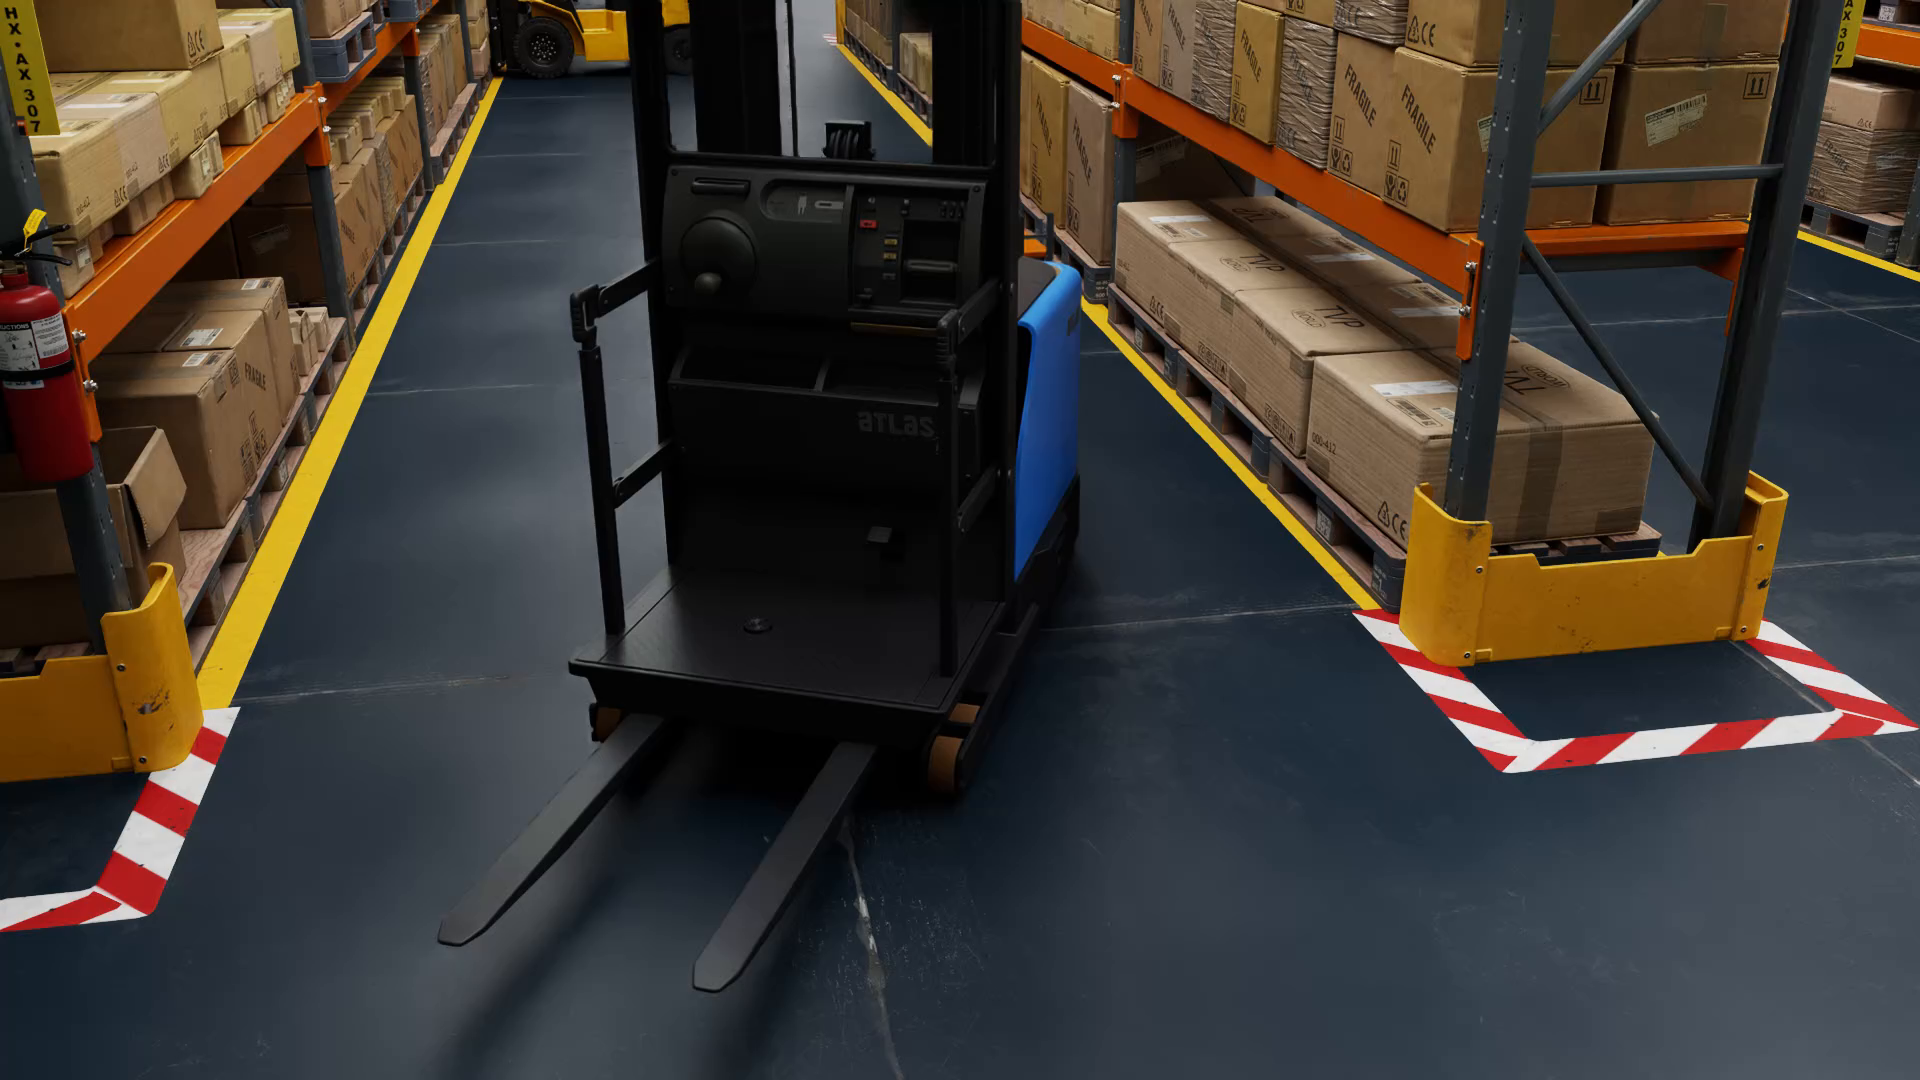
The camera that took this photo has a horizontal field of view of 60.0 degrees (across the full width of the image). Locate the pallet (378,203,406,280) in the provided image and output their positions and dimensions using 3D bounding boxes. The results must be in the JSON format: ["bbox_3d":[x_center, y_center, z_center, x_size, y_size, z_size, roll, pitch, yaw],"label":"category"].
[{"bbox_3d":[-3.972,-1.808,10.126,1.003,0.211,1.213,-4,24,-10],"label":"pallet"}]

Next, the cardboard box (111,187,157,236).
[{"bbox_3d":[-2.769,-1.050,5.221,0.380,0.149,0.250,-4,24,-8],"label":"cardboard box"}]

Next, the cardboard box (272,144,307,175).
[{"bbox_3d":[-3.420,-1.925,8.326,0.380,0.149,0.250,-5,24,-11],"label":"cardboard box"}]

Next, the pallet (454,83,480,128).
[{"bbox_3d":[-4.860,-3.870,14.847,1.003,0.211,1.213,-4,24,-10],"label":"pallet"}]

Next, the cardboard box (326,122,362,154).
[{"bbox_3d":[-3.663,-2.302,9.561,0.380,0.149,0.250,-3,24,-8],"label":"cardboard box"}]

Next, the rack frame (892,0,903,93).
[{"bbox_3d":[-0.158,-5.803,15.790,1.000,3.000,0.127,-4,24,-10],"label":"rack frame"}]

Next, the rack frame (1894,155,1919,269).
[{"bbox_3d":[6.168,-3.063,9.515,1.000,3.000,0.127,-4,24,-10],"label":"rack frame"}]

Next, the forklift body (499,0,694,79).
[{"bbox_3d":[-3.631,-6.008,17.319,2.313,2.155,1.214,-4,24,-10],"label":"forklift body"}]

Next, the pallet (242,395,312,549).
[{"bbox_3d":[-3.201,-0.259,6.579,1.003,0.211,1.213,-4,24,-10],"label":"pallet"}]

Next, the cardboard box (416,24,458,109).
[{"bbox_3d":[-4.791,-4.029,14.169,0.875,0.625,0.625,-5,24,-10],"label":"cardboard box"}]

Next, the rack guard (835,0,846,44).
[{"bbox_3d":[-0.883,-6.201,19.825,1.175,0.500,0.348,-4,24,-10],"label":"rack guard"}]

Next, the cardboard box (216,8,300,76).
[{"bbox_3d":[-3.222,-2.173,7.294,0.500,0.250,0.500,-4,24,-8],"label":"cardboard box"}]

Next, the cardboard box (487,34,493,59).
[{"bbox_3d":[-5.018,-4.981,16.819,0.500,0.250,0.500,-4,24,-9],"label":"cardboard box"}]

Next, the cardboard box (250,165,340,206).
[{"bbox_3d":[-3.360,-1.793,8.395,0.380,0.149,0.250,-3,24,-7],"label":"cardboard box"}]

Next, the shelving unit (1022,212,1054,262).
[{"bbox_3d":[0.156,-0.699,6.351,0.258,1.200,0.503,-6,24,-13],"label":"shelving unit"}]

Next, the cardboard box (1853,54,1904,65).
[{"bbox_3d":[6.100,-3.174,11.431,0.500,0.250,0.500,-3,24,-8],"label":"cardboard box"}]

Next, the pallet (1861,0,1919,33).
[{"bbox_3d":[6.169,-3.286,10.267,1.003,0.211,1.213,-4,24,-10],"label":"pallet"}]

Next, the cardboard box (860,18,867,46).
[{"bbox_3d":[-0.819,-5.556,18.135,0.500,0.250,0.500,-3,24,-6],"label":"cardboard box"}]

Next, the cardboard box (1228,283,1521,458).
[{"bbox_3d":[1.664,-0.713,6.812,0.875,0.438,0.875,-4,24,-8],"label":"cardboard box"}]

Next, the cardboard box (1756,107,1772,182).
[{"bbox_3d":[5.689,-2.584,11.017,0.500,0.500,0.500,-5,24,-11],"label":"cardboard box"}]

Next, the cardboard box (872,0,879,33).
[{"bbox_3d":[-0.626,-5.492,17.052,0.500,0.500,0.500,-4,24,-9],"label":"cardboard box"}]

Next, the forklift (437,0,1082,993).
[{"bbox_3d":[-0.440,-0.805,4.431,1.130,2.935,3.031,6,24,14],"label":"forklift"}]

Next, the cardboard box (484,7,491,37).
[{"bbox_3d":[-4.998,-5.206,16.708,0.500,0.250,0.500,-5,24,-10],"label":"cardboard box"}]

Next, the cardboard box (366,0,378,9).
[{"bbox_3d":[-3.666,-3.245,9.284,0.700,0.500,0.500,-4,24,-10],"label":"cardboard box"}]

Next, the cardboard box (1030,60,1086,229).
[{"bbox_3d":[0.954,-2.468,10.284,0.875,0.875,0.875,-4,24,-8],"label":"cardboard box"}]

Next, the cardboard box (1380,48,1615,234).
[{"bbox_3d":[1.712,-1.299,5.353,0.500,0.500,0.500,-4,24,-9],"label":"cardboard box"}]

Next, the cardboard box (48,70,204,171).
[{"bbox_3d":[-2.825,-1.378,5.473,0.500,0.250,0.500,-5,24,-11],"label":"cardboard box"}]

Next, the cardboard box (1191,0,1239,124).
[{"bbox_3d":[1.326,-2.104,7.195,0.500,0.500,0.500,-4,24,-9],"label":"cardboard box"}]

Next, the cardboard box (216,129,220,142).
[{"bbox_3d":[-3.073,-1.551,6.369,0.380,0.149,0.250,-4,24,-9],"label":"cardboard box"}]

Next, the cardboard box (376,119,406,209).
[{"bbox_3d":[-3.824,-2.355,10.492,0.500,0.500,0.500,-3,24,-7],"label":"cardboard box"}]

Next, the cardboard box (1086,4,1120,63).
[{"bbox_3d":[0.991,-2.746,8.977,0.500,0.250,0.500,-5,24,-11],"label":"cardboard box"}]

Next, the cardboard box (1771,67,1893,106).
[{"bbox_3d":[5.700,-2.931,10.874,0.500,0.250,0.500,-3,24,-7],"label":"cardboard box"}]

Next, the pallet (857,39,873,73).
[{"bbox_3d":[-0.545,-5.268,18.048,1.003,0.211,1.213,-4,24,-10],"label":"pallet"}]

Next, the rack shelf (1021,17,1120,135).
[{"bbox_3d":[0.952,-3.114,10.531,1.077,0.370,4.000,-4,24,-10],"label":"rack shelf"}]

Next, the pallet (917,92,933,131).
[{"bbox_3d":[0.217,-3.739,14.546,1.003,0.211,1.213,-4,24,-10],"label":"pallet"}]

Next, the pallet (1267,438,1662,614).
[{"bbox_3d":[1.837,-0.114,6.248,1.003,0.211,1.213,-4,24,-10],"label":"pallet"}]

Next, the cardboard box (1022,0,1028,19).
[{"bbox_3d":[0.629,-3.543,10.802,0.500,0.250,0.500,-4,24,-8],"label":"cardboard box"}]

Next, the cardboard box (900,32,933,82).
[{"bbox_3d":[-0.058,-4.586,15.760,0.950,0.372,0.625,-4,24,-9],"label":"cardboard box"}]

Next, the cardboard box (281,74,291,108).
[{"bbox_3d":[-3.179,-1.965,7.316,0.380,0.149,0.250,-4,24,-8],"label":"cardboard box"}]

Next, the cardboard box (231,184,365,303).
[{"bbox_3d":[-3.424,-1.542,8.631,0.500,0.500,0.500,-3,24,-7],"label":"cardboard box"}]

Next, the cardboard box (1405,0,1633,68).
[{"bbox_3d":[1.738,-1.759,5.157,0.500,0.500,0.500,-4,24,-8],"label":"cardboard box"}]

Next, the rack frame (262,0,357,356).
[{"bbox_3d":[-3.556,-2.288,7.741,1.000,3.000,0.127,-4,24,-10],"label":"rack frame"}]

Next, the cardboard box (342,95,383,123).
[{"bbox_3d":[-3.865,-2.711,10.497,0.380,0.149,0.250,-4,24,-8],"label":"cardboard box"}]

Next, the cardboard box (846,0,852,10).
[{"bbox_3d":[-1.015,-6.306,18.914,0.500,0.500,0.500,-5,24,-12],"label":"cardboard box"}]

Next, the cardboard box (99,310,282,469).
[{"bbox_3d":[-2.955,-0.564,6.391,0.500,0.500,0.500,-4,24,-9],"label":"cardboard box"}]
